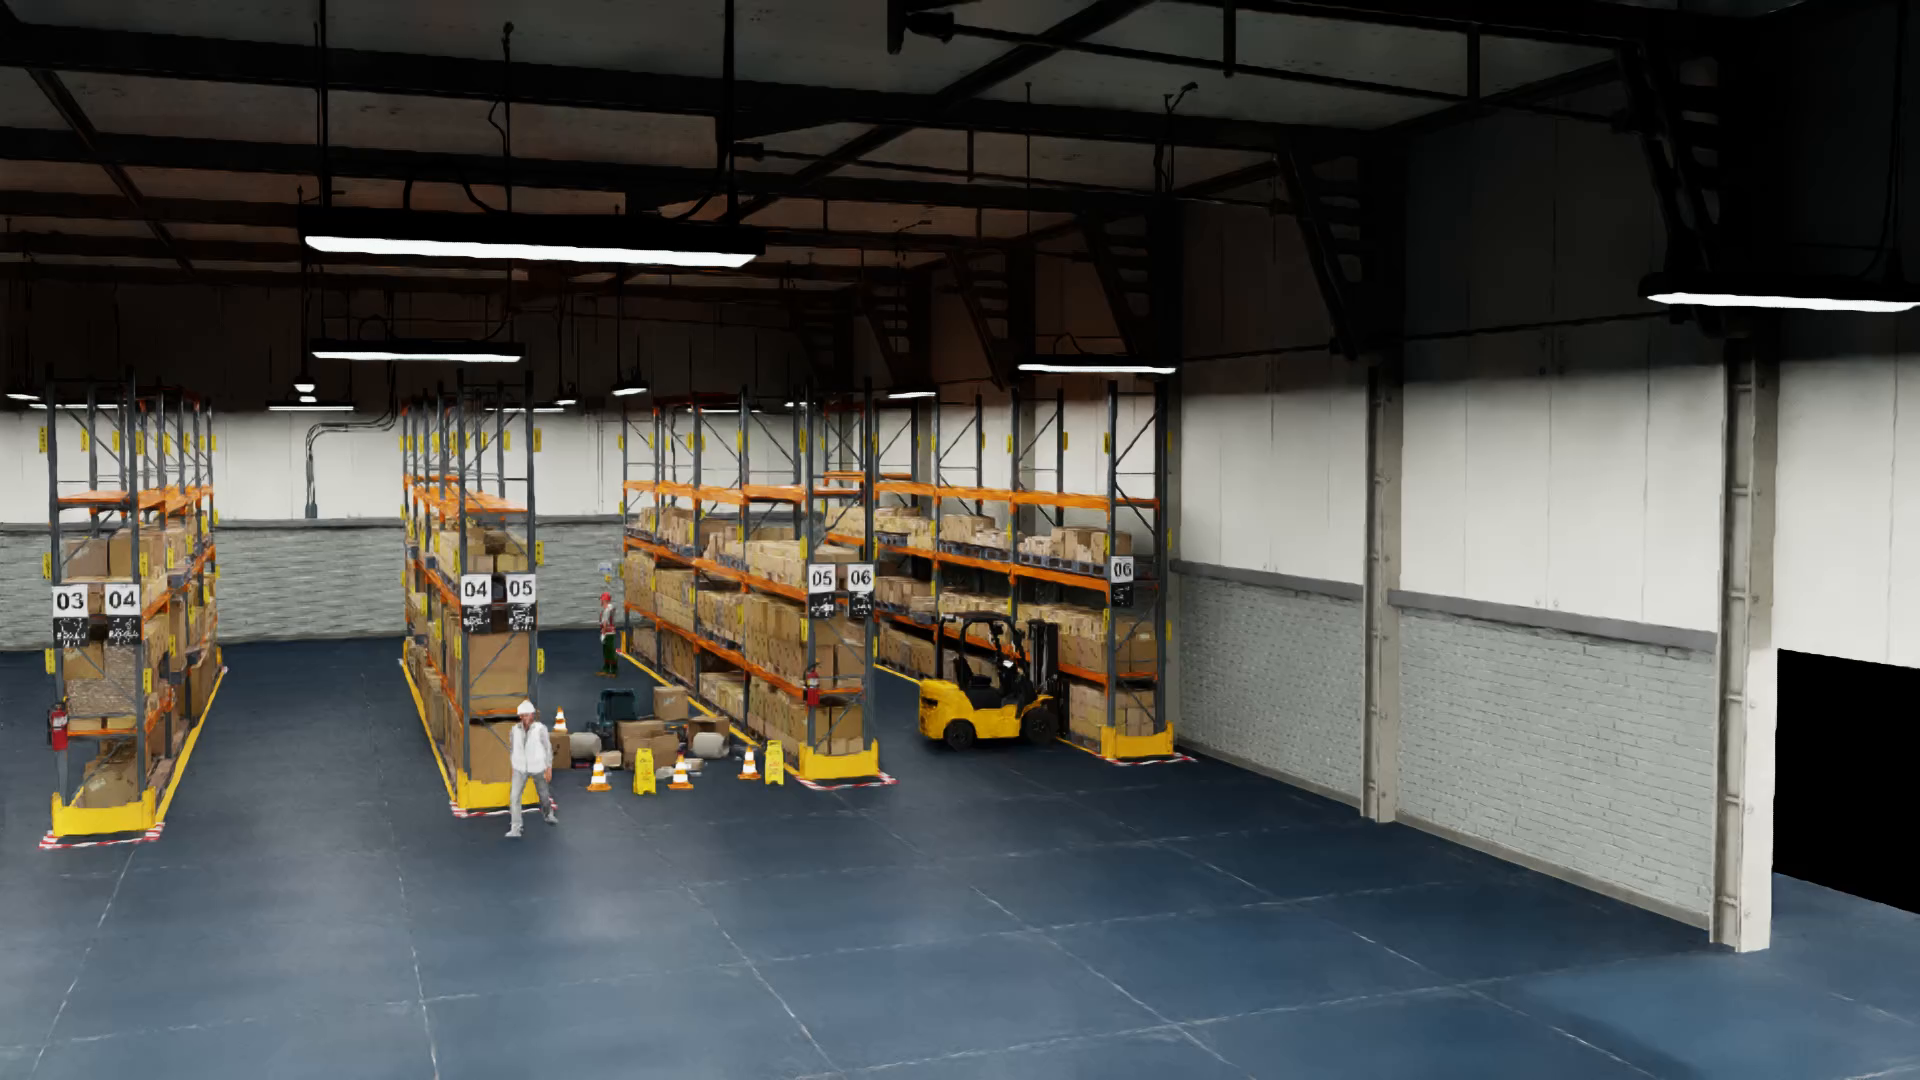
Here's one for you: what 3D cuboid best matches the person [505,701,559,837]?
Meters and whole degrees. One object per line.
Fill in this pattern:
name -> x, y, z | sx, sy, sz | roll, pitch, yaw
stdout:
person -> -5.499, 2.900, 21.329 | 0.568, 1.722, 0.955 | 0, 3, 0

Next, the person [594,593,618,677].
person -> -7.570, 2.019, 35.544 | 0.544, 1.785, 0.626 | 0, 3, -4
